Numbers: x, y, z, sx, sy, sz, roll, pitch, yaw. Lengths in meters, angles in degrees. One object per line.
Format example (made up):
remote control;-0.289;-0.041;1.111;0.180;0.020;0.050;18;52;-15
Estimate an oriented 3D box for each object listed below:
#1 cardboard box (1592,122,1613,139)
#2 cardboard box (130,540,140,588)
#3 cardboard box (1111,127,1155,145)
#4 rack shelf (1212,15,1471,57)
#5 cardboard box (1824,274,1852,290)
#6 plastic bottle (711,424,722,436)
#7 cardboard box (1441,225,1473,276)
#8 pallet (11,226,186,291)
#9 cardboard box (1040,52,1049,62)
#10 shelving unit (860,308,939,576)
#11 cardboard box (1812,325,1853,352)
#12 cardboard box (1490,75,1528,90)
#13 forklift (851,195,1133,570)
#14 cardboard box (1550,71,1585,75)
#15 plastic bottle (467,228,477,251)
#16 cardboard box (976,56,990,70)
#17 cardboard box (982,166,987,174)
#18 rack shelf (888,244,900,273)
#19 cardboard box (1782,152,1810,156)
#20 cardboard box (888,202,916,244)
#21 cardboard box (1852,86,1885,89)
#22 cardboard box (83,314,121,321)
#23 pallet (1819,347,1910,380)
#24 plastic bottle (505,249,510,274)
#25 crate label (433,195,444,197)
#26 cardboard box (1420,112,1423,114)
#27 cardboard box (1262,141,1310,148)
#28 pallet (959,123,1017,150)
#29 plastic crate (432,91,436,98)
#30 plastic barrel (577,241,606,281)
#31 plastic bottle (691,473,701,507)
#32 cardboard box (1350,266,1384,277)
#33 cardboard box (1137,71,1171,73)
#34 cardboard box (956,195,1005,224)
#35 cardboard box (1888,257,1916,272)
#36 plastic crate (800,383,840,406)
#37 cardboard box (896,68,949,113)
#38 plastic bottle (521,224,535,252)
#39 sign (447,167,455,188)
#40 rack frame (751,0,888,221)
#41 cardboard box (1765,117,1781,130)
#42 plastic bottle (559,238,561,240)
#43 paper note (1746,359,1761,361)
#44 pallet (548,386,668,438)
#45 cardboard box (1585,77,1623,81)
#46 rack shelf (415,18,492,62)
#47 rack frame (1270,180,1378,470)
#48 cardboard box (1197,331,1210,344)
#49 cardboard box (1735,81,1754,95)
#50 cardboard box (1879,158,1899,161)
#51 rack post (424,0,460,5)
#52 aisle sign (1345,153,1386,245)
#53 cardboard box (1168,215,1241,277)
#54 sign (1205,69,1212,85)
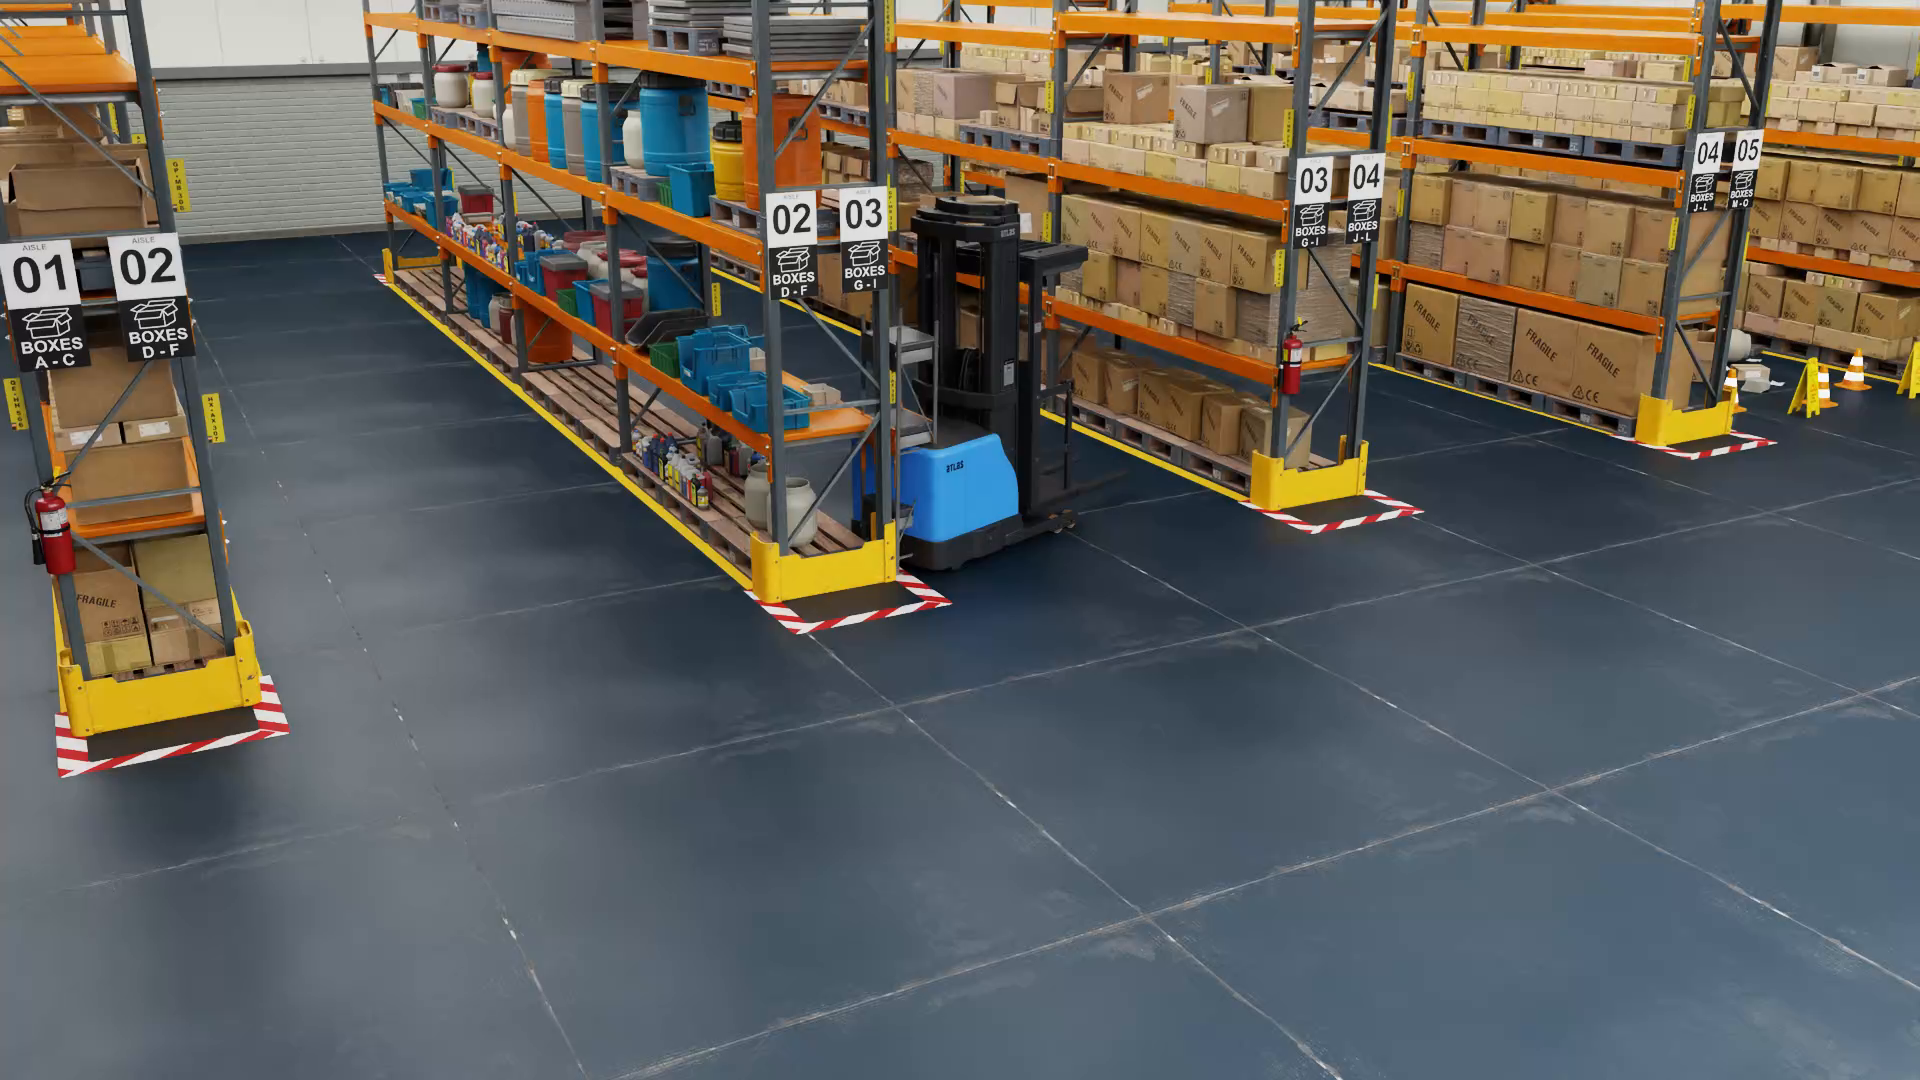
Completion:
cardboard box;6.934;-4.346;17.616;0.380;0.149;0.250;-10;21;-26
cardboard box;-5.929;0.007;12.434;0.500;0.500;0.500;-10;21;-27
cardboard box;1.773;-4.132;17.027;0.380;0.149;0.250;-9;21;-25
rack shelf;4.902;-6.568;21.587;1.077;0.370;4.000;-10;21;-27
cardboard box;11.099;-3.252;20.884;0.380;0.149;0.250;-10;21;-26
plastic bottle;-2.361;-0.996;16.307;0.144;0.351;0.185;-11;22;-28
cardboard box;6.318;-3.500;19.945;0.875;0.550;0.550;-10;21;-27
pallet;-5.695;-1.850;10.930;1.003;0.211;1.213;-10;21;-27
cardboard box;1.529;-7.878;27.116;0.380;0.149;0.250;-9;21;-25
shelving unit;-0.504;-0.798;13.646;0.431;2.100;0.503;-15;27;-35
cardboard box;11.199;-2.574;21.063;0.500;0.250;0.500;-10;21;-26
cardboard box;6.211;-5.160;18.753;0.380;0.149;0.250;-10;21;-26
forklift;0.410;-1.541;14.603;1.130;2.935;3.031;16;24;38
cardboard box;9.010;-6.665;24.590;0.797;0.503;0.637;-10;21;-27
plastic bottle;-6.285;-3.895;21.509;0.152;0.276;0.135;-10;21;-27
cardboard box;0.611;-8.253;28.814;0.500;0.250;0.500;-10;21;-26
cardboard box;0.607;-6.583;29.494;0.380;0.149;0.250;-10;22;-27
rack shelf;-1.411;-4.330;23.685;1.077;0.370;4.000;-10;21;-27
cardboard box;13.342;-6.097;26.554;0.380;0.149;0.250;-11;22;-28
cardboard box;-0.914;-4.247;22.187;0.500;0.500;0.500;-9;21;-25
cardboard box;11.375;-5.586;20.786;0.380;0.149;0.250;-9;21;-26
cardboard box;-6.112;-1.373;11.869;0.700;0.500;0.500;-10;21;-26
pallet;11.668;-2.277;20.907;1.003;0.211;1.213;-10;21;-27
plastic bottle;-5.388;-3.324;19.845;0.061;0.283;0.133;-10;21;-27
crate label;-7.794;-5.162;25.304;0.396;0.136;0.243;-10;21;-27
cardboard box;9.519;-8.519;33.347;0.500;0.500;0.500;-9;21;-25
cardboard box;3.077;-3.682;15.724;0.380;0.149;0.250;-9;21;-24
pallet;0.744;-4.768;19.541;1.213;0.211;1.003;-10;21;-27
plastic crate;-7.899;-6.705;25.189;0.450;0.188;0.336;-10;21;-27
plastic barrel;-4.144;-3.120;18.903;0.421;0.512;0.421;0;19;0
plastic bottle;-2.351;-0.447;14.817;0.061;0.283;0.133;-9;21;-25
cardboard box;5.023;-3.264;22.298;1.050;0.750;0.750;-10;21;-27
cardboard box;2.974;-6.711;24.730;0.500;0.500;0.500;-10;21;-27
cardboard box;0.183;-4.049;20.968;0.700;0.500;0.500;-7;20;-19
cardboard box;11.475;-3.346;20.114;0.380;0.149;0.250;-10;22;-27
plastic crate;-1.163;-1.215;13.957;0.298;0.136;0.250;-10;21;-27
cardboard box;-0.464;-5.623;20.811;0.500;0.500;0.500;-10;21;-26
plastic bottle;-5.542;-3.863;21.302;0.144;0.351;0.185;-10;21;-27
sign;-8.143;-5.793;26.570;0.100;0.325;0.005;-10;21;-27
rack frame;-1.021;-3.869;12.047;1.000;3.000;0.127;-10;21;-27
cardboard box;10.583;-5.360;21.354;0.380;0.149;0.250;-11;22;-28
plastic bottle;-4.984;-3.627;20.722;0.061;0.283;0.133;-10;21;-27
paper note;10.153;-2.304;21.262;0.148;0.019;0.142;16;25;39
pallet;-3.911;-1.433;18.460;1.003;0.211;1.213;-10;21;-27
cardboard box;7.148;-5.045;18.419;0.380;0.149;0.250;-10;21;-26
rack shelf;-5.770;-6.210;20.549;1.077;0.370;4.000;-10;21;-27
rack frame;3.338;-1.800;15.249;1.000;3.000;0.127;-10;21;-27
cardboard box;2.551;-2.019;16.269;0.380;0.149;0.250;-10;21;-27
cardboard box;10.289;-5.871;21.611;0.380;0.149;0.250;-11;22;-28
cardboard box;14.467;-5.826;25.769;0.380;0.149;0.250;-11;22;-28
rack post;-6.347;-7.031;21.327;0.937;0.300;0.954;-10;22;-28
aisle sign;3.631;-3.057;14.908;0.394;0.787;0.004;-10;21;-27
cardboard box;2.381;-2.867;16.198;0.500;0.500;0.500;-10;21;-27
sign;3.473;-6.414;23.231;0.100;0.325;0.005;-10;21;-27
